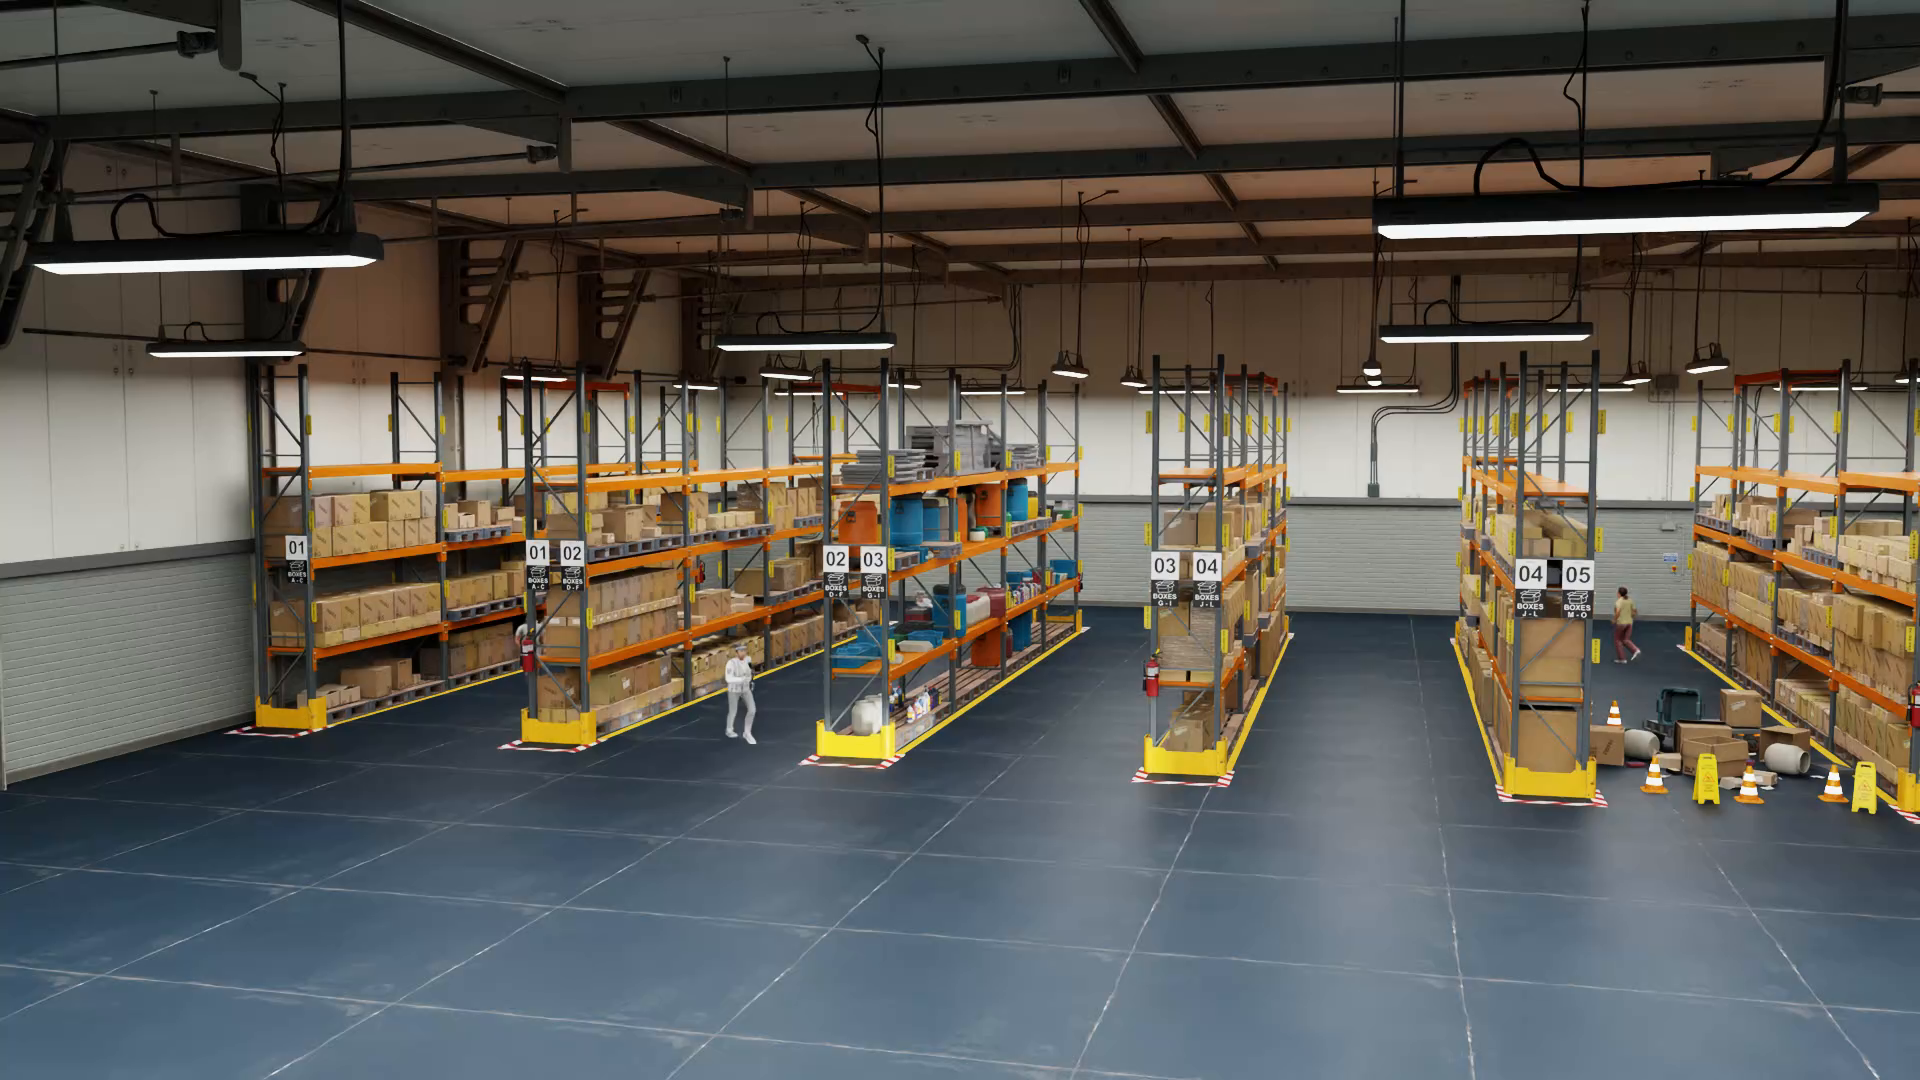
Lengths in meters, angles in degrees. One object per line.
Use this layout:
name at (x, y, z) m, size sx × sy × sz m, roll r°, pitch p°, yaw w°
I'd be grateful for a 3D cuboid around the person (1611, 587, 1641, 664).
person at (14.003, 1.800, 34.900) m, size 0.576 × 1.618 × 0.720 m, roll -1°, pitch 4°, yaw -16°

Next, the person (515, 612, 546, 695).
person at (-7.907, 2.097, 30.658) m, size 0.566 × 1.602 × 0.725 m, roll -1°, pitch 4°, yaw -12°

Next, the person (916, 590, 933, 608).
person at (-0.676, 1.785, 36.388) m, size 0.608 × 1.443 × 1.055 m, roll 2°, pitch 5°, yaw 30°

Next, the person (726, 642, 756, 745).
person at (-3.468, 2.381, 26.088) m, size 0.531 × 1.636 × 0.920 m, roll -2°, pitch 4°, yaw -27°
